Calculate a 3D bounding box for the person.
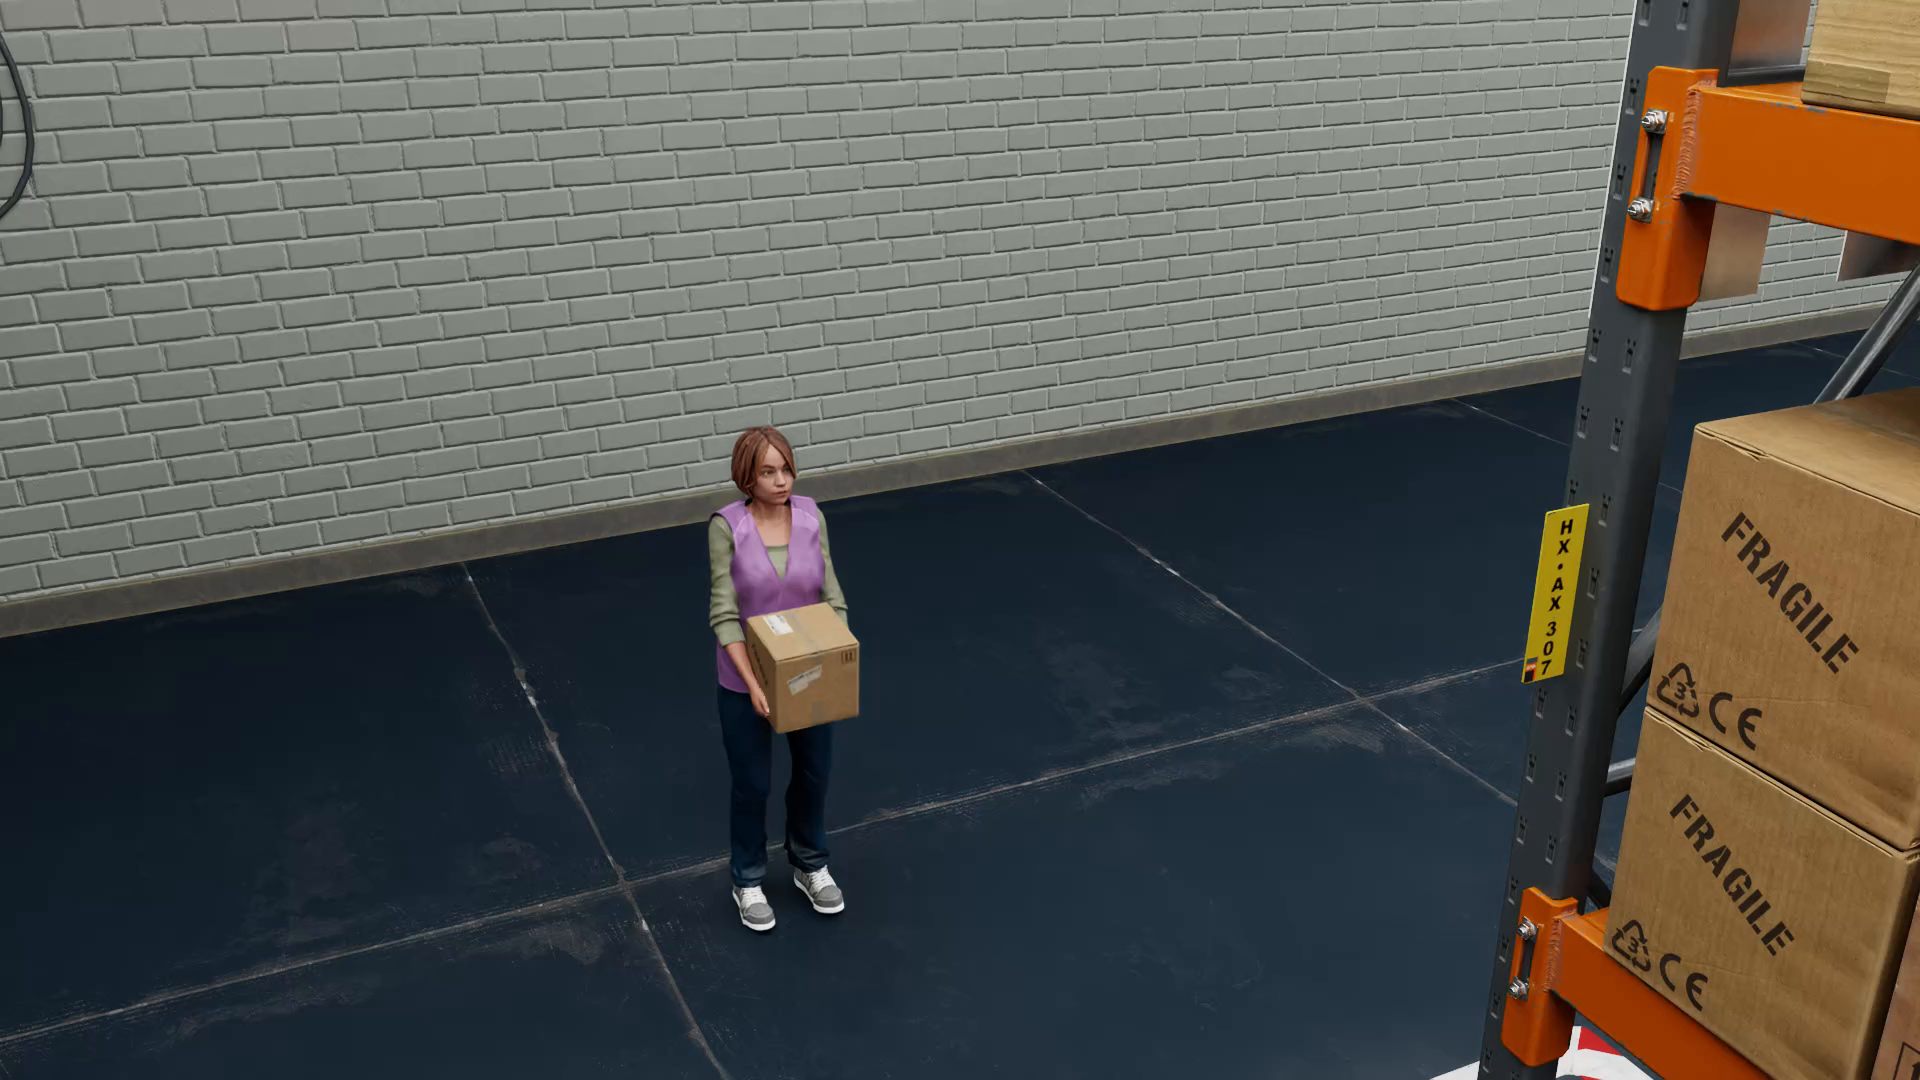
[{"bbox_3d":[-0.526,0.451,5.010,0.425,1.596,0.489,-10,25,-24],"label":"person"}]
